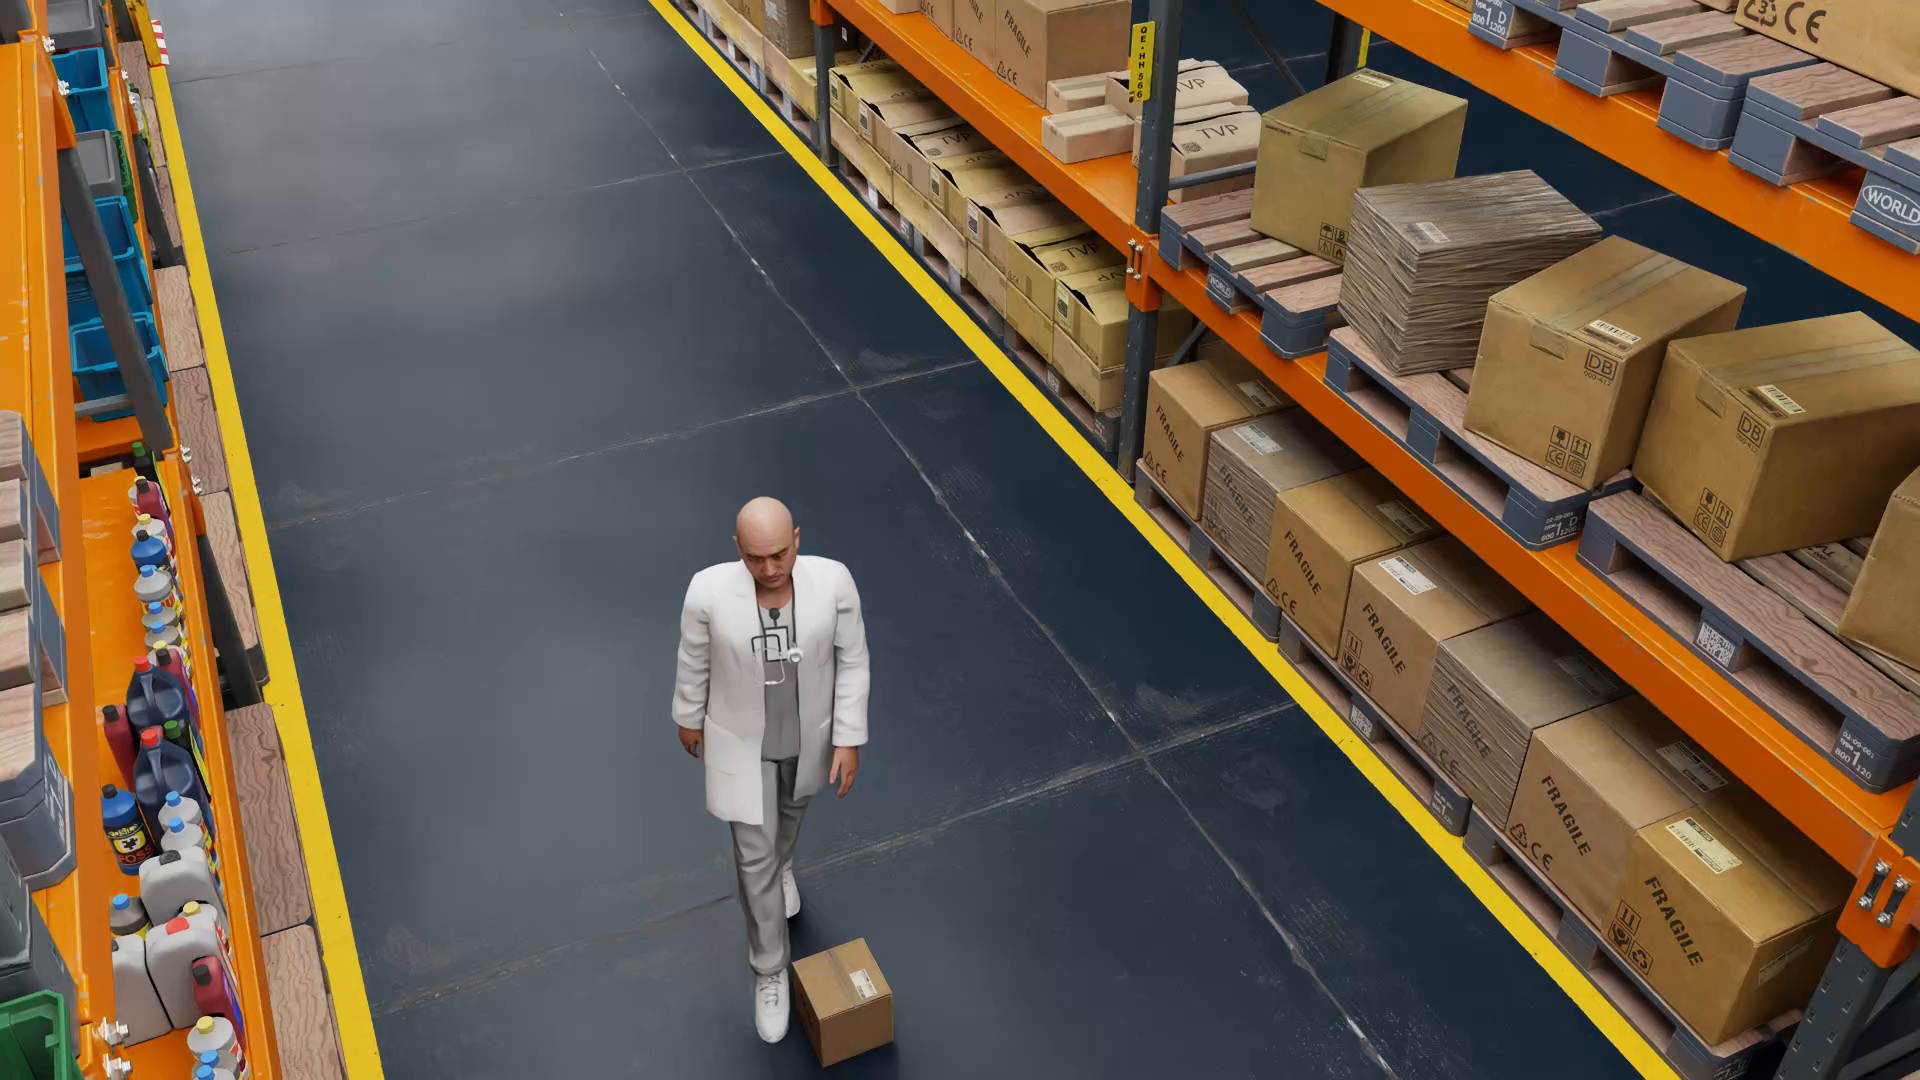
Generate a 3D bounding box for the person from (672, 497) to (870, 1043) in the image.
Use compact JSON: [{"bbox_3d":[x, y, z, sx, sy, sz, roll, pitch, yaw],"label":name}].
[{"bbox_3d":[-0.559,0.663,5.252,0.616,1.767,0.851,-11,38,-15],"label":"person"}]
